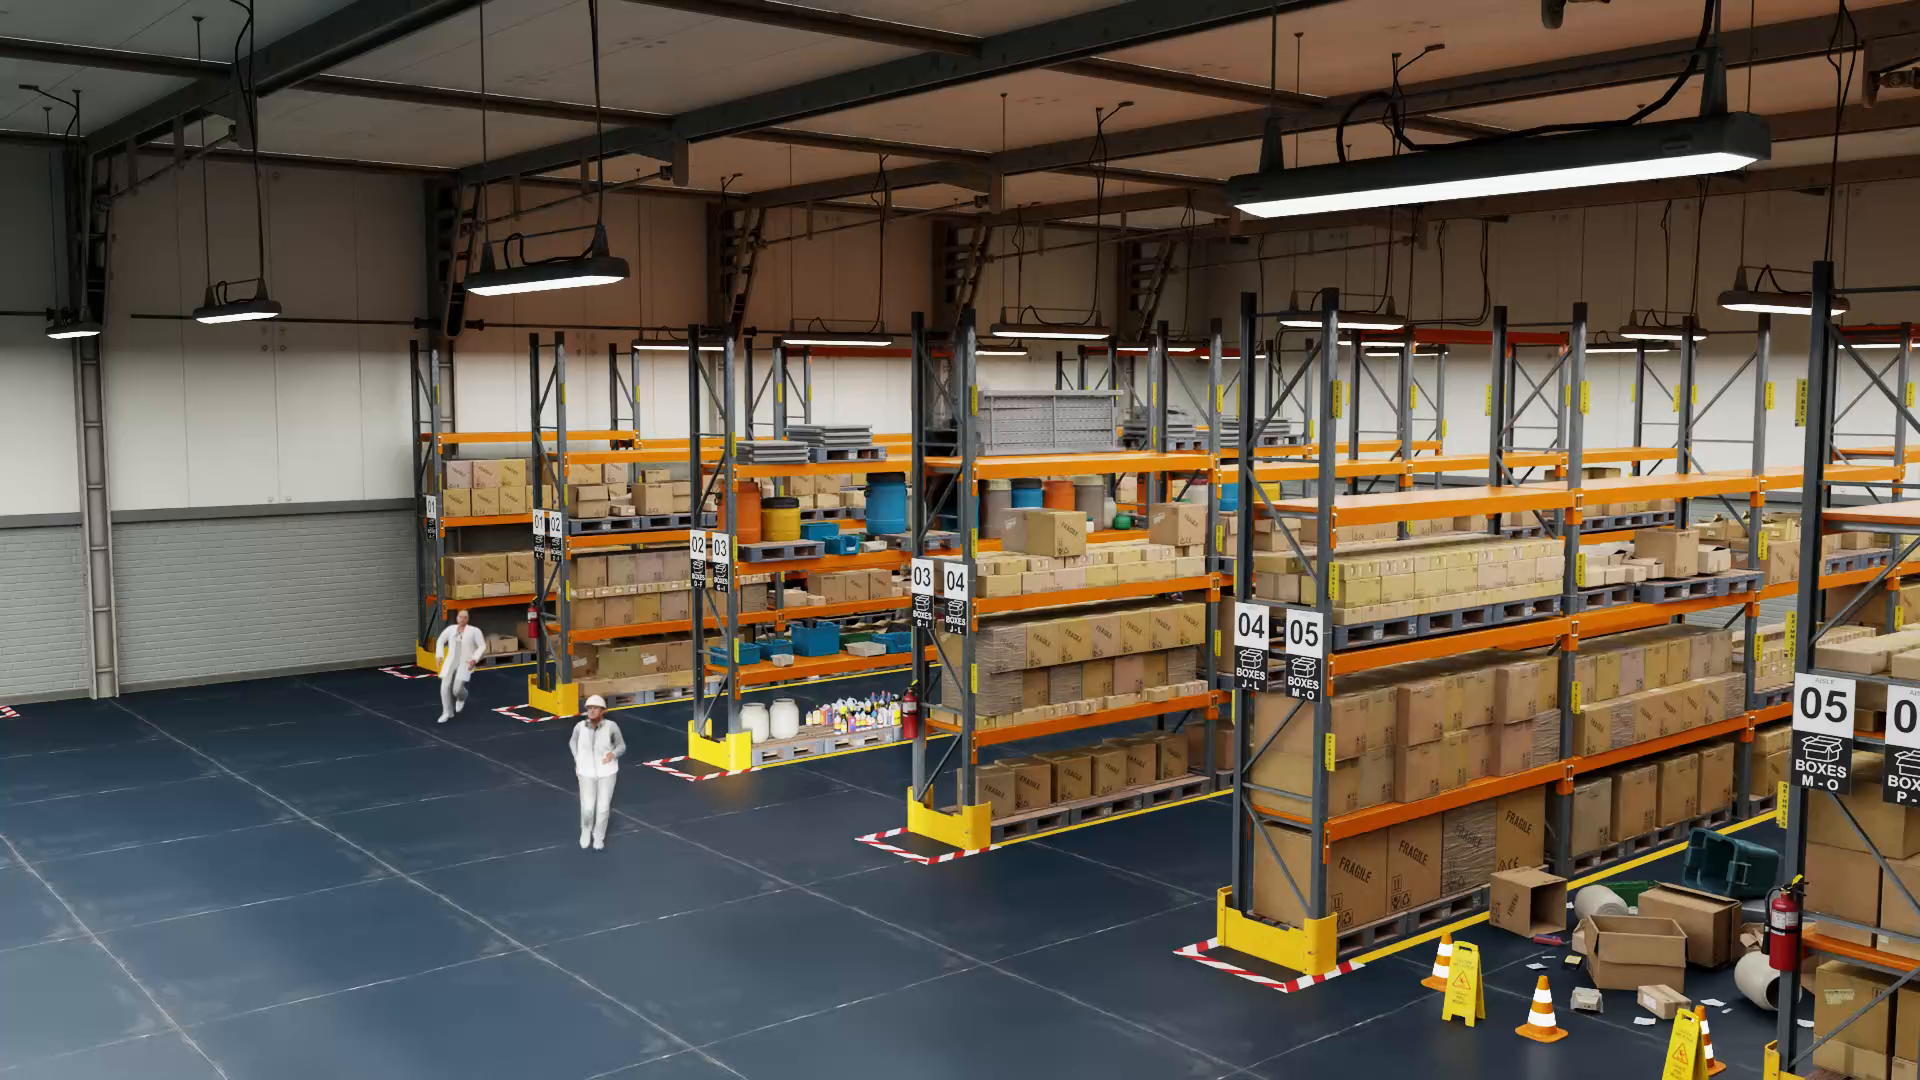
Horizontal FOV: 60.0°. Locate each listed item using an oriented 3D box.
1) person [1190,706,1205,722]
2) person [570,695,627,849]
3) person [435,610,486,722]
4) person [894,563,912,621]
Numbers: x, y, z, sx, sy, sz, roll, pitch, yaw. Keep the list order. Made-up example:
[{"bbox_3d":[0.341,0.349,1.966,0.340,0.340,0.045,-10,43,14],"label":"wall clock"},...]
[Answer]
[{"bbox_3d":[3.411,2.069,24.022,0.759,1.829,0.659,-4,7,-38],"label":"person"},{"bbox_3d":[-4.017,2.587,18.417,0.641,1.740,0.629,-1,5,-7],"label":"person"},{"bbox_3d":[-7.752,1.940,25.813,0.759,1.723,0.613,0,5,2],"label":"person"},{"bbox_3d":[-1.085,1.291,33.017,0.569,1.665,0.598,-4,7,-36],"label":"person"}]
